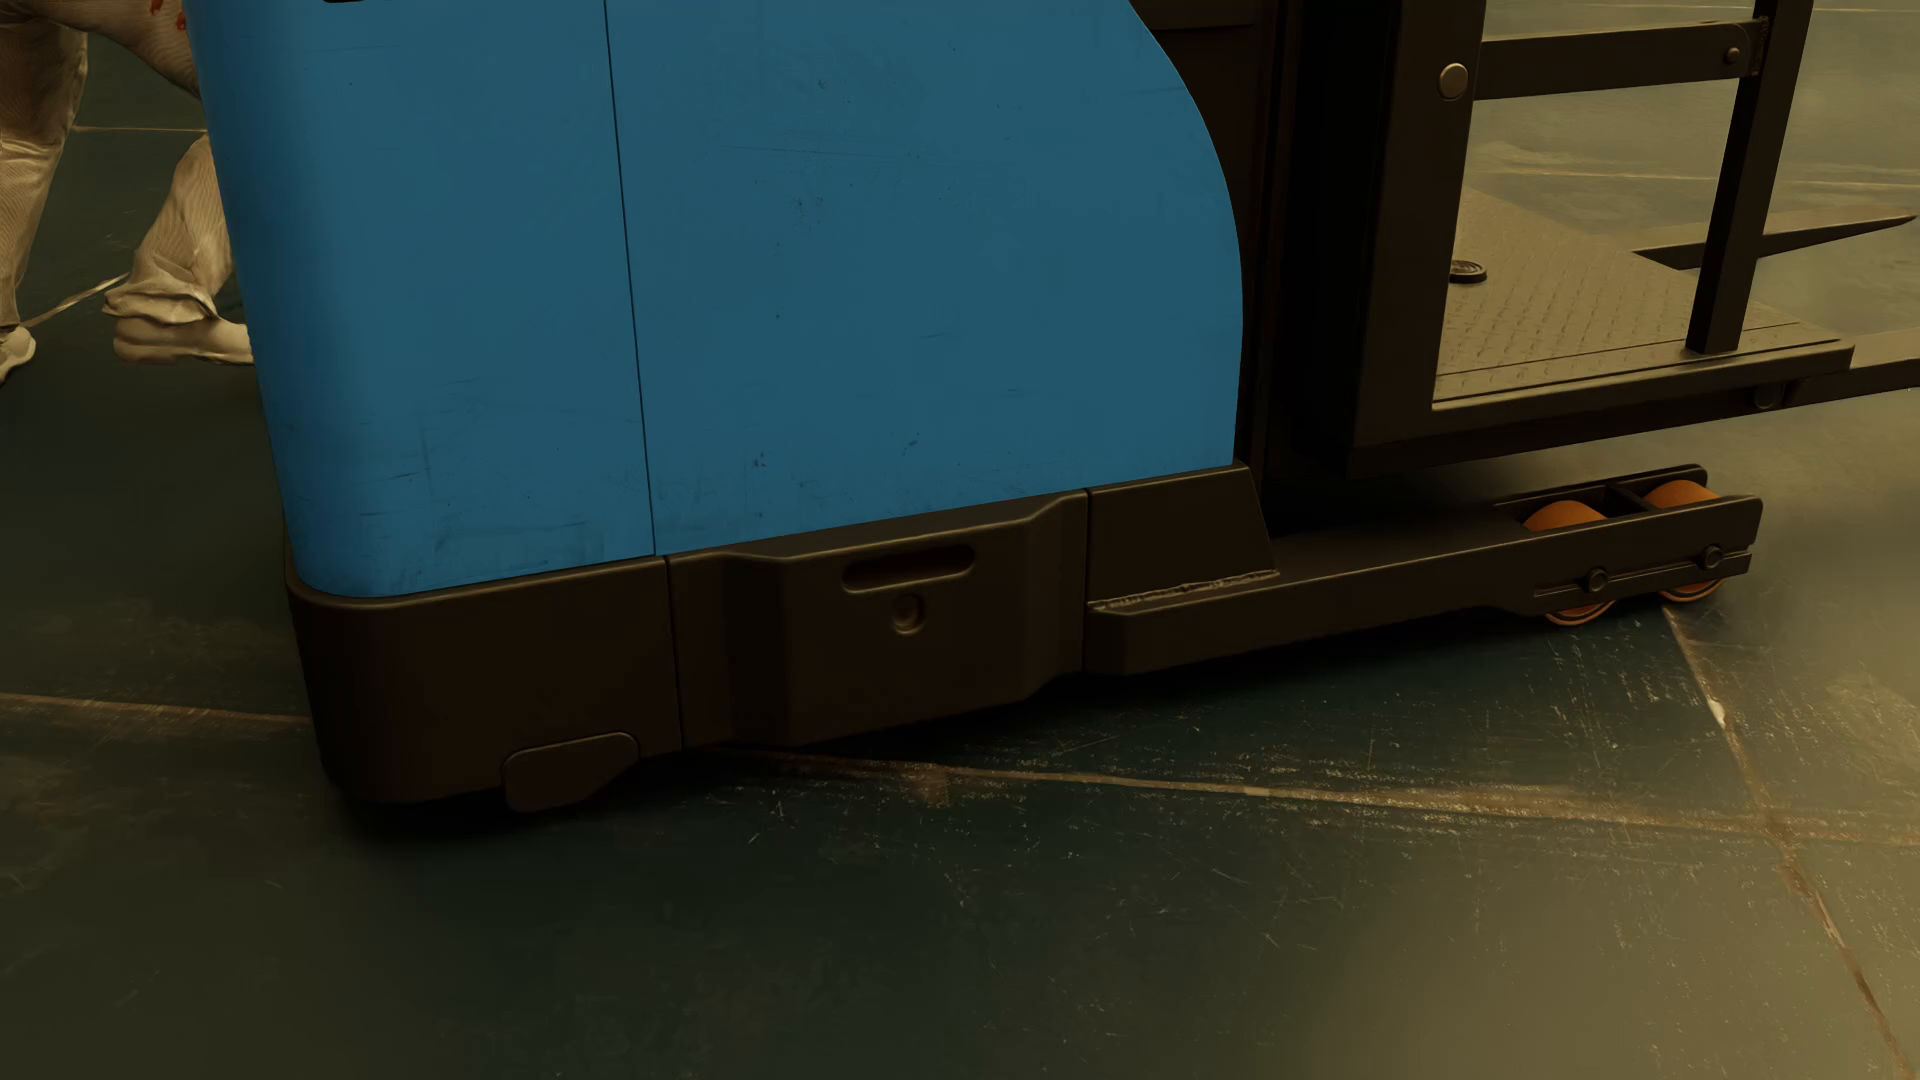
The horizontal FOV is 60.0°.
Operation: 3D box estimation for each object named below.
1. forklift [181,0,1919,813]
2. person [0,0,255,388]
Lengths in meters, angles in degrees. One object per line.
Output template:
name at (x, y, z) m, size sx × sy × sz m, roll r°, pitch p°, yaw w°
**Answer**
forklift at (0.572, -1.406, 2.035) m, size 3.031 × 2.935 × 1.130 m, roll -9°, pitch 28°, yaw -18°
person at (-1.512, -1.048, 2.757) m, size 0.968 × 1.661 × 0.538 m, roll 15°, pitch 30°, yaw 27°
